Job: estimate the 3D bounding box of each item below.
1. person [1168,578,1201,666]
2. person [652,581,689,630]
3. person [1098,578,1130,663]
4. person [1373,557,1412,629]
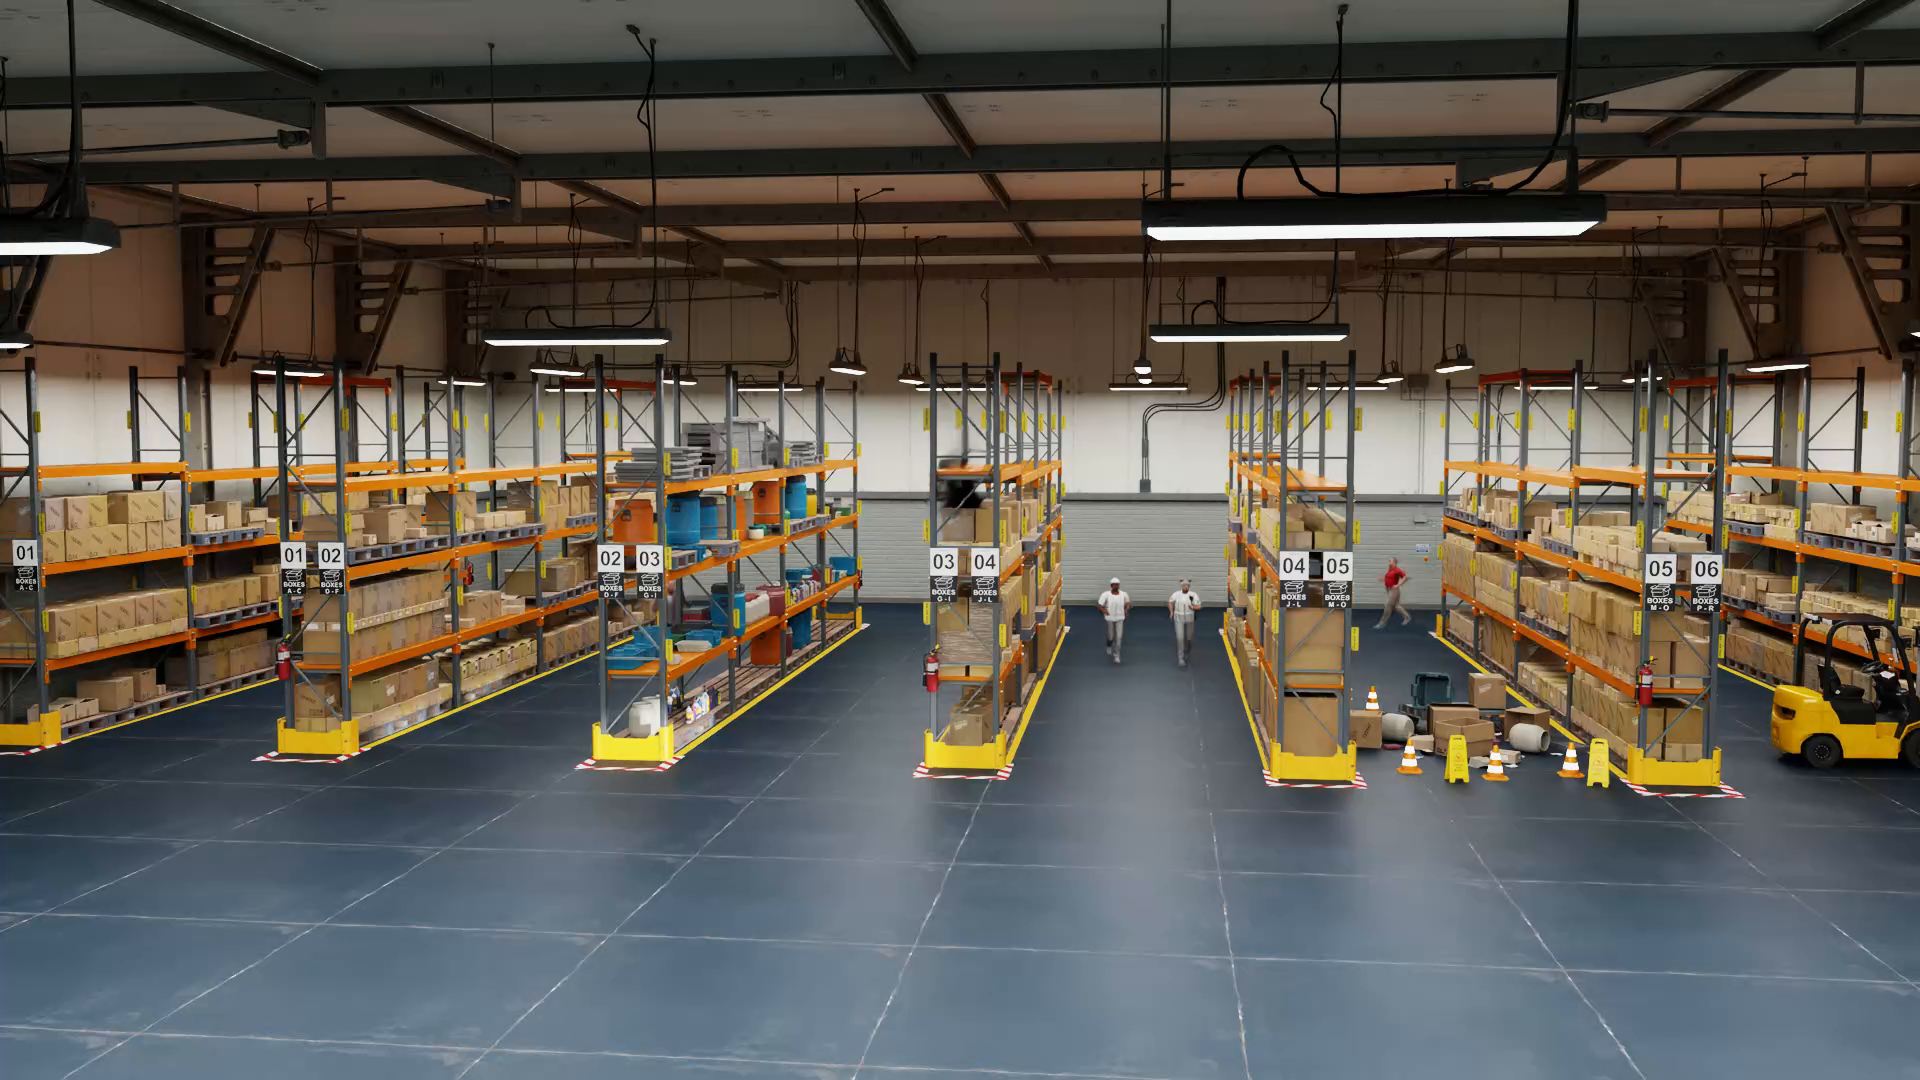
[{"bbox_3d":[4.648,1.663,34.367,0.662,1.768,0.989,0,4,4],"label":"person"},{"bbox_3d":[-5.966,1.704,34.225,0.721,1.750,0.958,0,4,-3],"label":"person"},{"bbox_3d":[3.228,1.656,34.695,0.712,1.745,0.897,0,4,-4],"label":"person"},{"bbox_3d":[10.495,1.285,40.228,0.981,1.745,0.665,0,4,1],"label":"person"}]
